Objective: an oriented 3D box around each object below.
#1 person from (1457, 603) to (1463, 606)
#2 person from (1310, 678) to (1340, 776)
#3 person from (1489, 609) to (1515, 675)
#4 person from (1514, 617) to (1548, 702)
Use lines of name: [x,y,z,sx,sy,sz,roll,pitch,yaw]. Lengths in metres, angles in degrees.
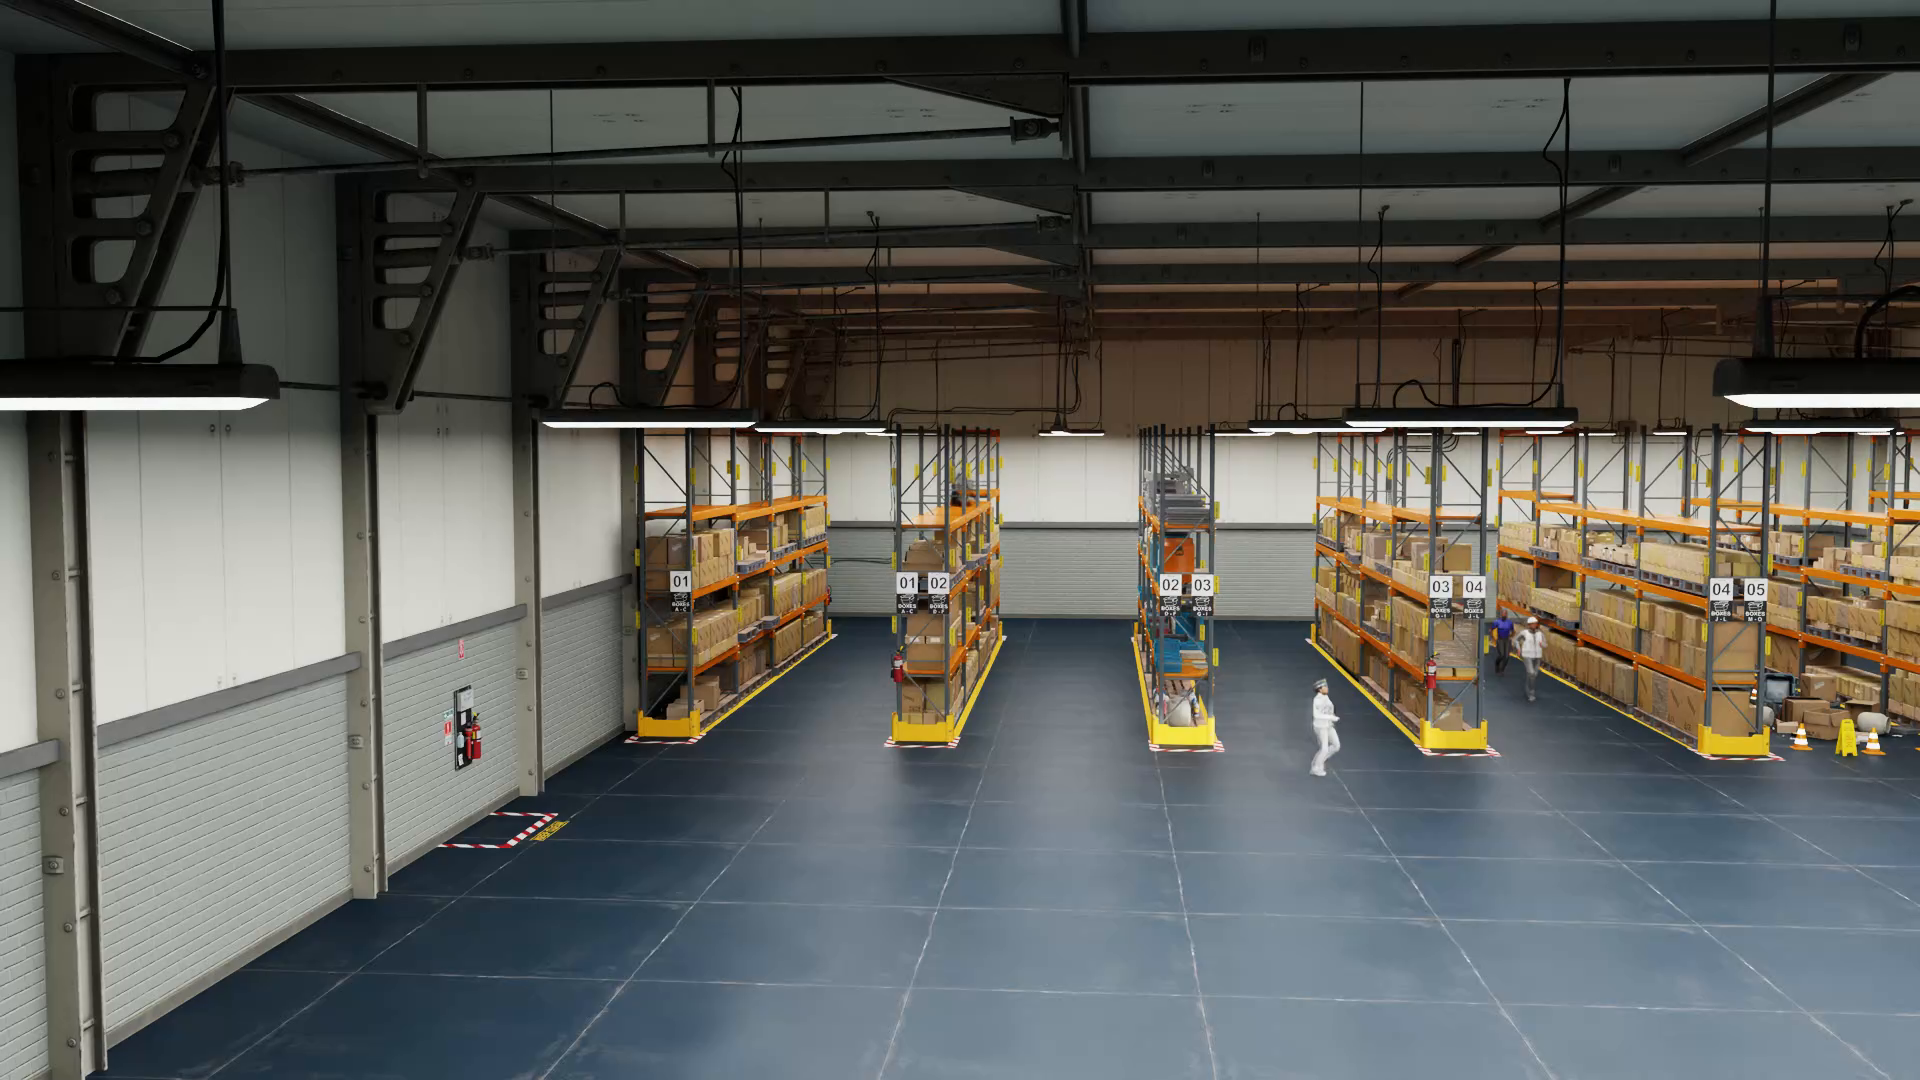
person: [13.512,2.227,44.749,0.692,1.685,0.899,1,4,13]
person: [6.212,3.165,28.160,0.562,1.656,0.601,2,4,36]
person: [13.085,2.523,40.023,0.560,1.509,0.559,0,3,1]
person: [12.578,2.603,36.597,0.635,1.828,0.801,0,3,-7]
